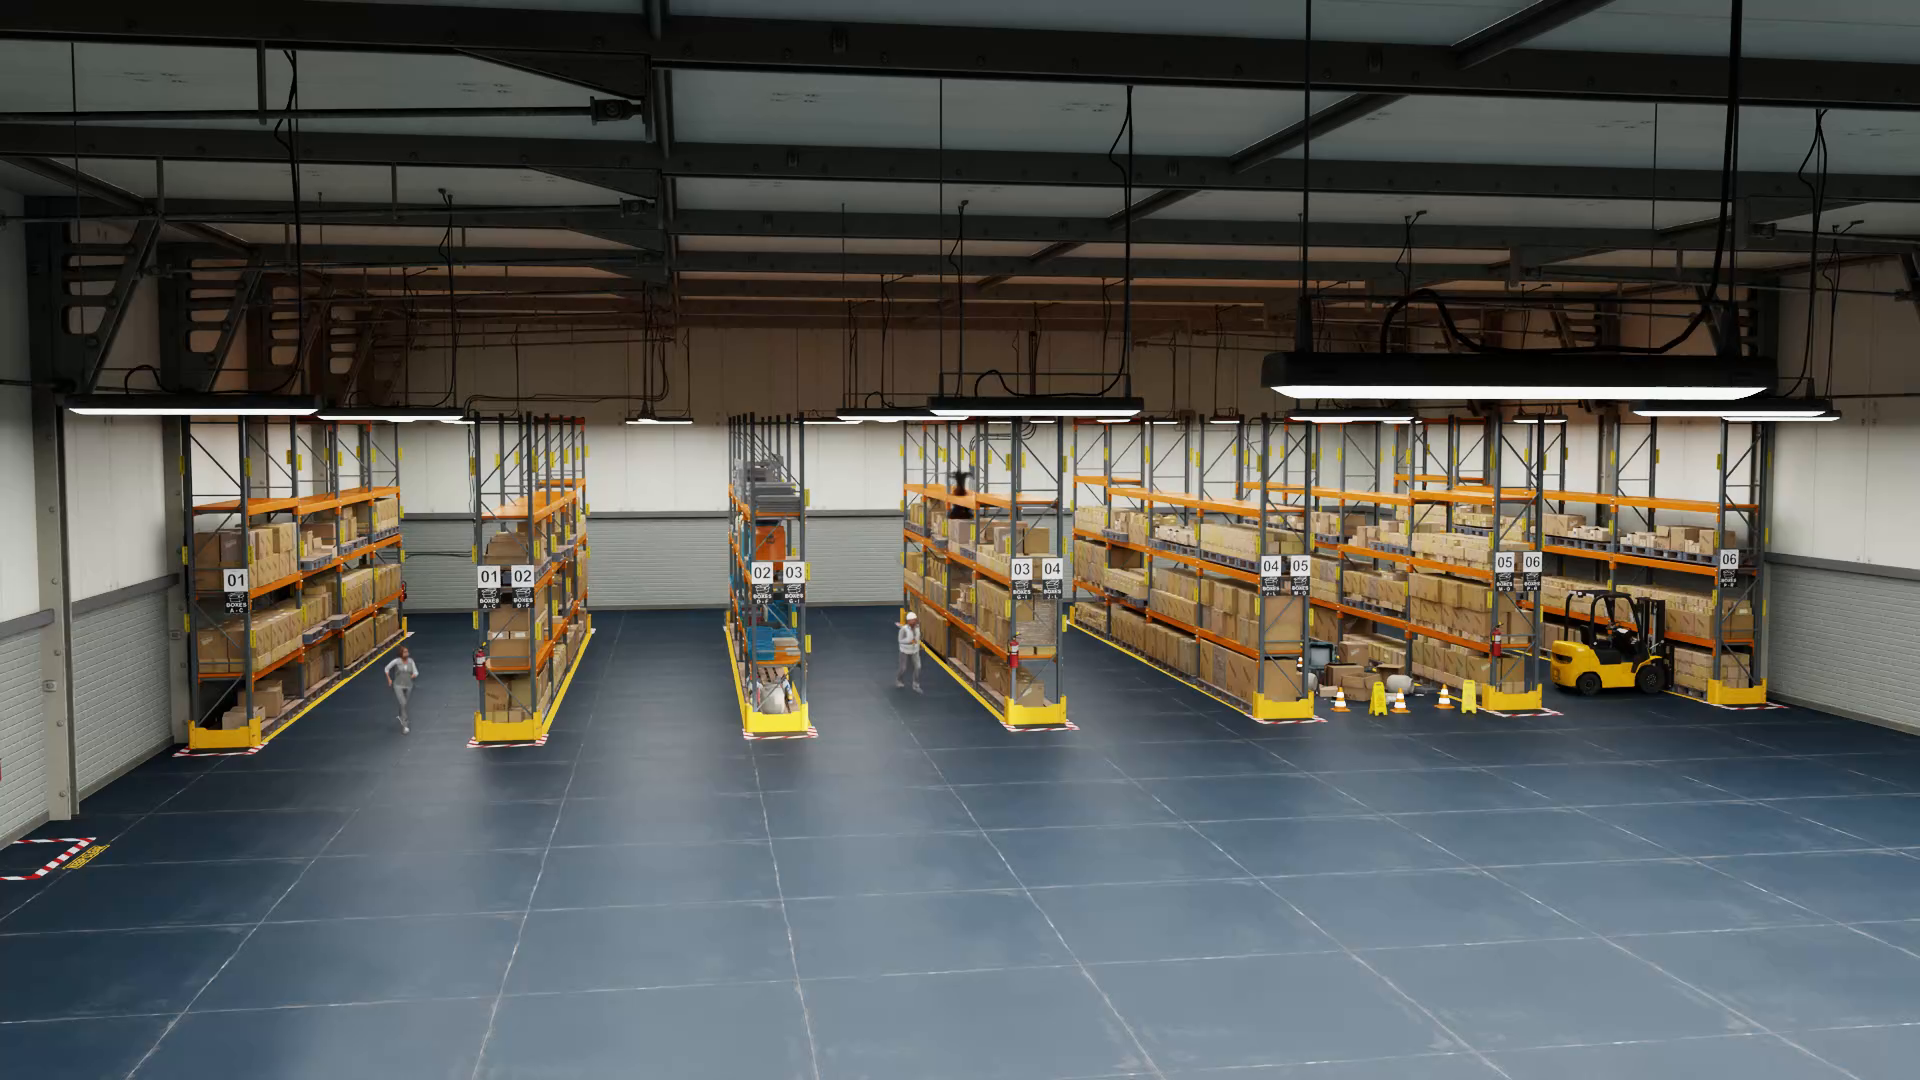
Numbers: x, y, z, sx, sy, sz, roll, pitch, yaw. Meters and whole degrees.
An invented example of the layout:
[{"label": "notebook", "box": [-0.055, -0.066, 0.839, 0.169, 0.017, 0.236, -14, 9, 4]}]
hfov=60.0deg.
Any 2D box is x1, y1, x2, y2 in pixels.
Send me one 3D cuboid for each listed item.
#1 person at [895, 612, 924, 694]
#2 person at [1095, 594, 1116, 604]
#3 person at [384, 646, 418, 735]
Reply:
[{"label": "person", "box": [-1.095, 2.414, 35.913, 0.658, 1.752, 0.975, -2, 4, -27]}, {"label": "person", "box": [4.345, 1.459, 50.231, 0.907, 1.643, 0.584, -2, 4, -29]}, {"label": "person", "box": [-10.493, 2.795, 31.252, 0.571, 1.621, 0.869, -3, 5, -37]}]
